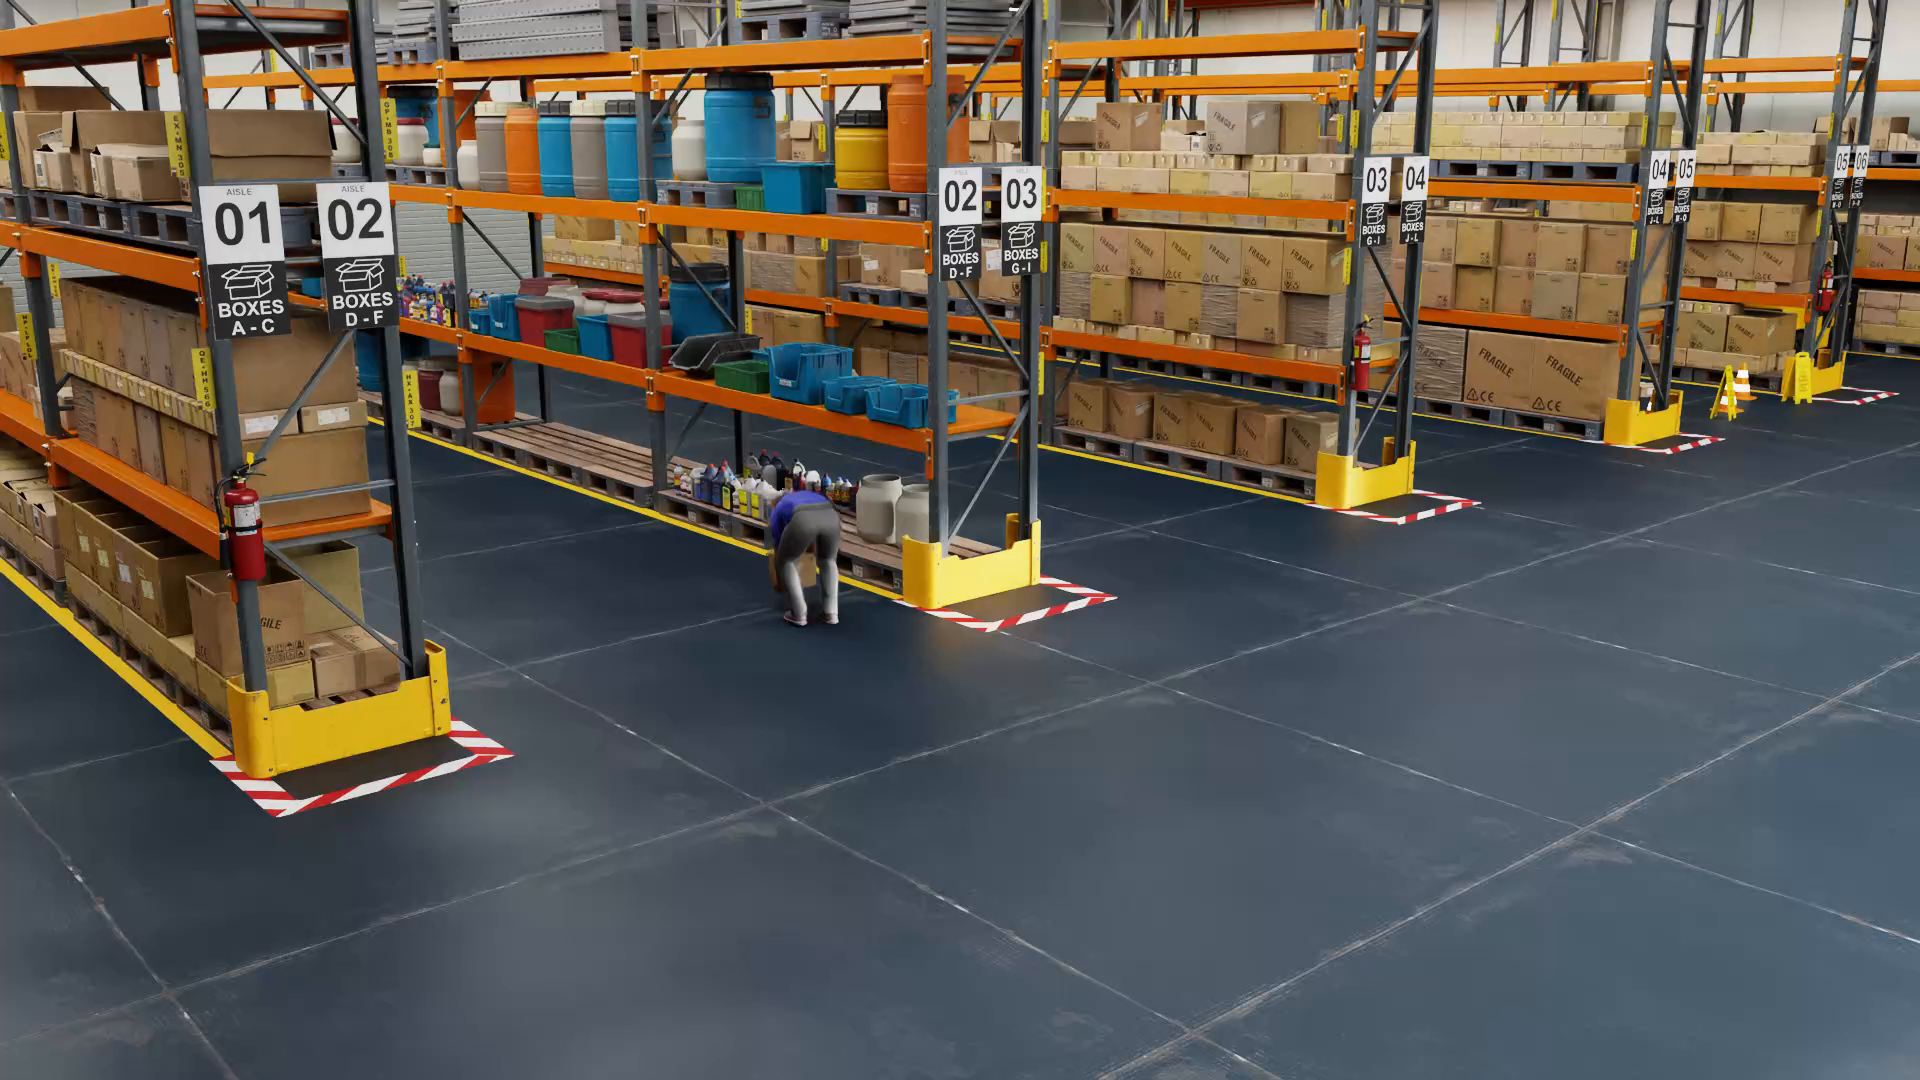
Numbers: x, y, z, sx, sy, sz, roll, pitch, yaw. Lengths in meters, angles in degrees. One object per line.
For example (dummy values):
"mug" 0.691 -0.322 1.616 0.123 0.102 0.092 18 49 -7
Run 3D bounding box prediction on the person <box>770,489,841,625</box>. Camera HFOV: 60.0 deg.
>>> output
"person" -1.139 0.102 12.074 0.437 0.943 0.874 -6 15 -23
